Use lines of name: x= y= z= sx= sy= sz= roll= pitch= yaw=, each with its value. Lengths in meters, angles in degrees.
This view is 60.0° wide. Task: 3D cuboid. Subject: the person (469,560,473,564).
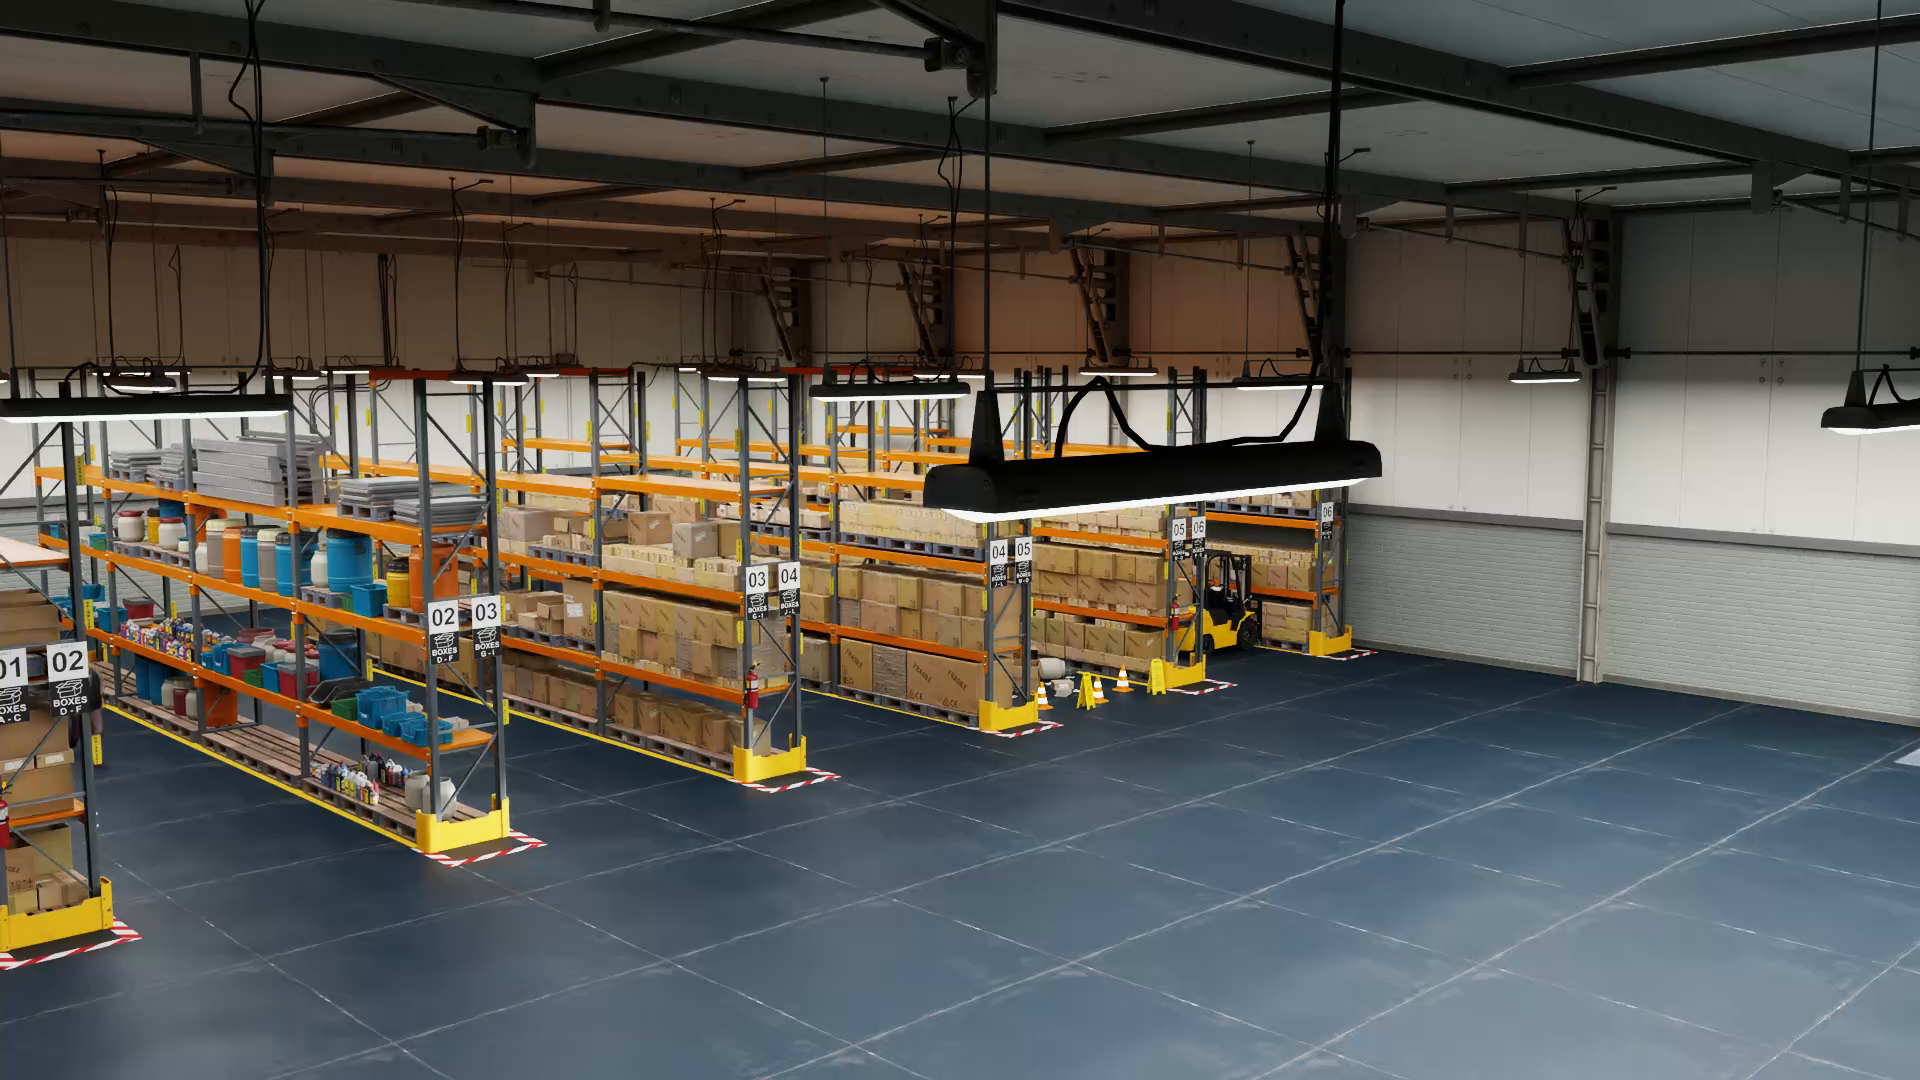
person: x=-11.327 y=1.262 z=38.040 sx=0.749 sy=1.616 sz=0.731 roll=-4 pitch=8 yaw=-32

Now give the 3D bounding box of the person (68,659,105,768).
person: x=-13.476 y=2.628 z=25.617 sx=0.993 sy=1.709 sz=0.644 roll=6 pitch=9 yaw=44
